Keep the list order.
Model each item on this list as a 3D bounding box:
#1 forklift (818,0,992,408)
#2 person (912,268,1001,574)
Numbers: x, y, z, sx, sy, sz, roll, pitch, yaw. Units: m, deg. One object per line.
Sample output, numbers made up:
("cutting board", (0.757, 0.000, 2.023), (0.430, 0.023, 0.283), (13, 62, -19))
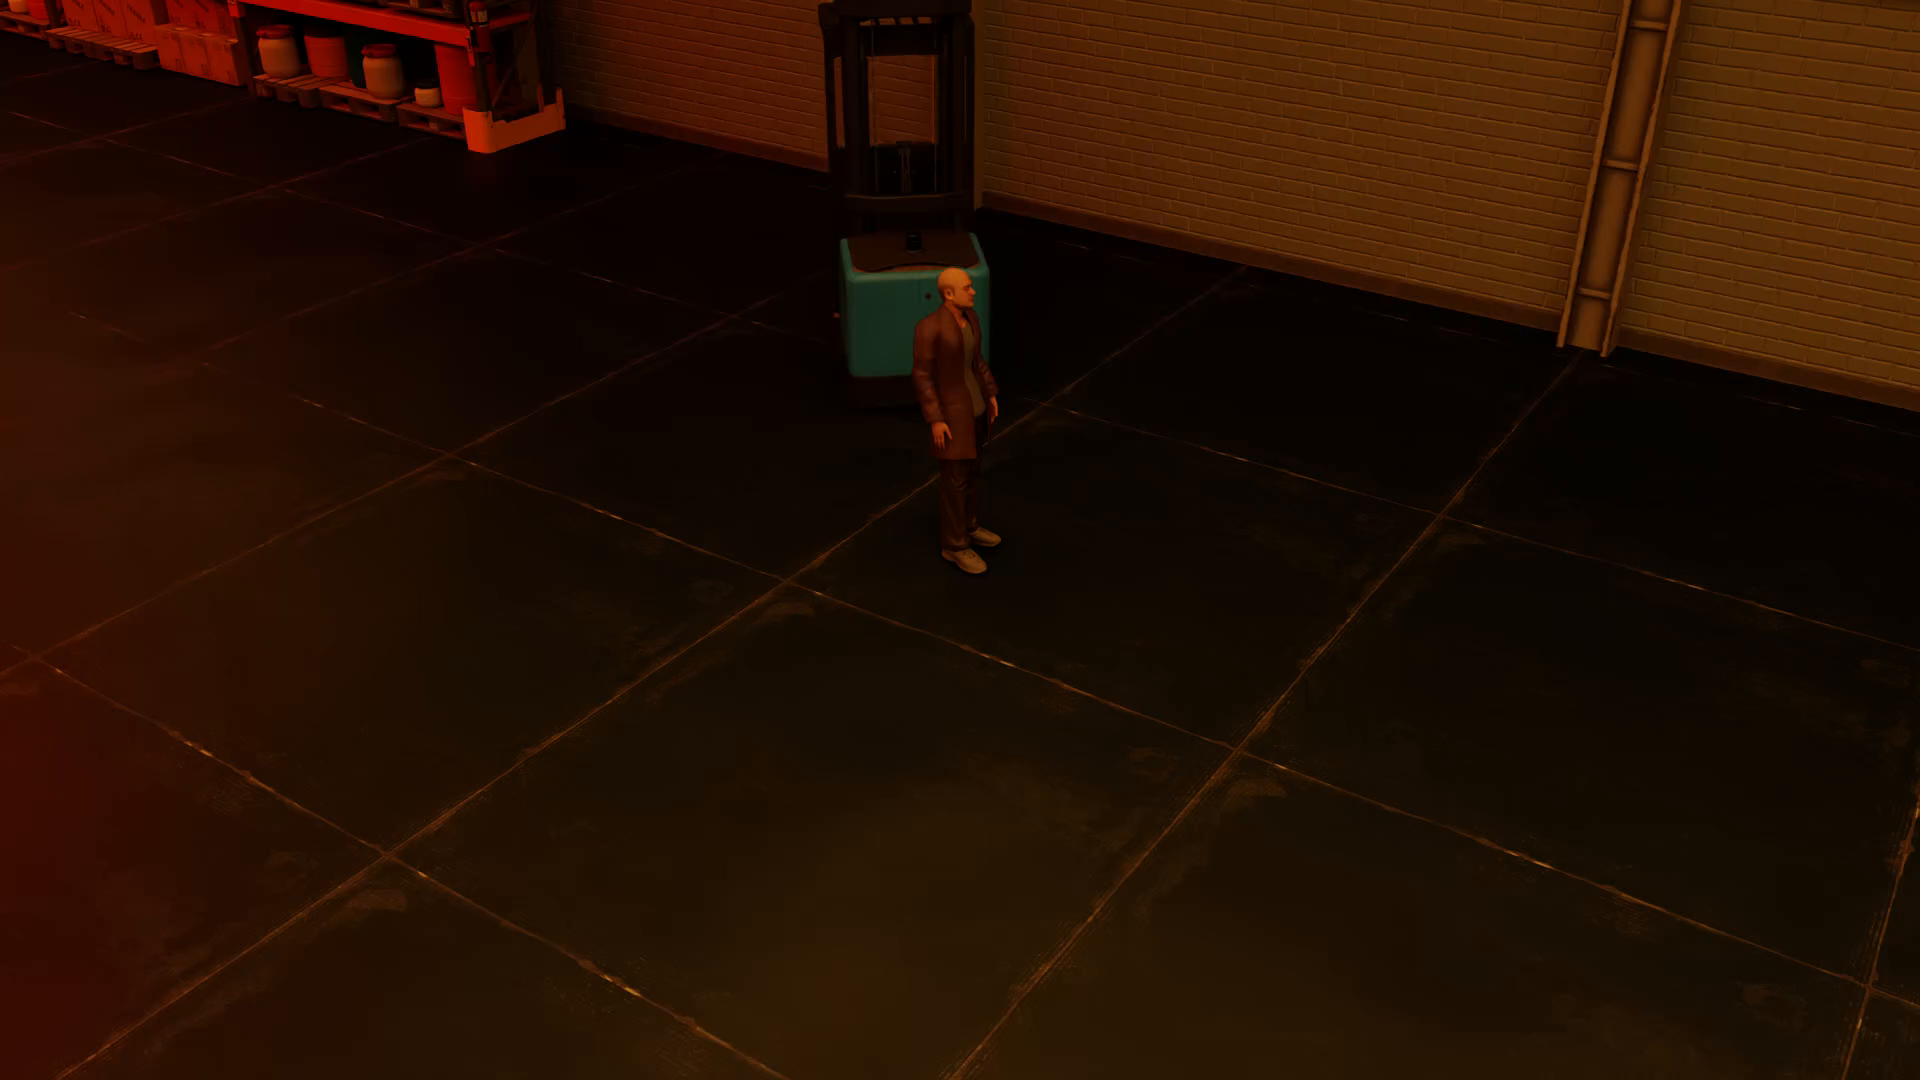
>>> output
("forklift", (-0.470, -2.938, 12.641), (1.130, 2.935, 3.031), (-4, 30, -6))
("person", (0.072, -0.748, 10.003), (0.582, 1.776, 0.696), (19, 35, 29))
